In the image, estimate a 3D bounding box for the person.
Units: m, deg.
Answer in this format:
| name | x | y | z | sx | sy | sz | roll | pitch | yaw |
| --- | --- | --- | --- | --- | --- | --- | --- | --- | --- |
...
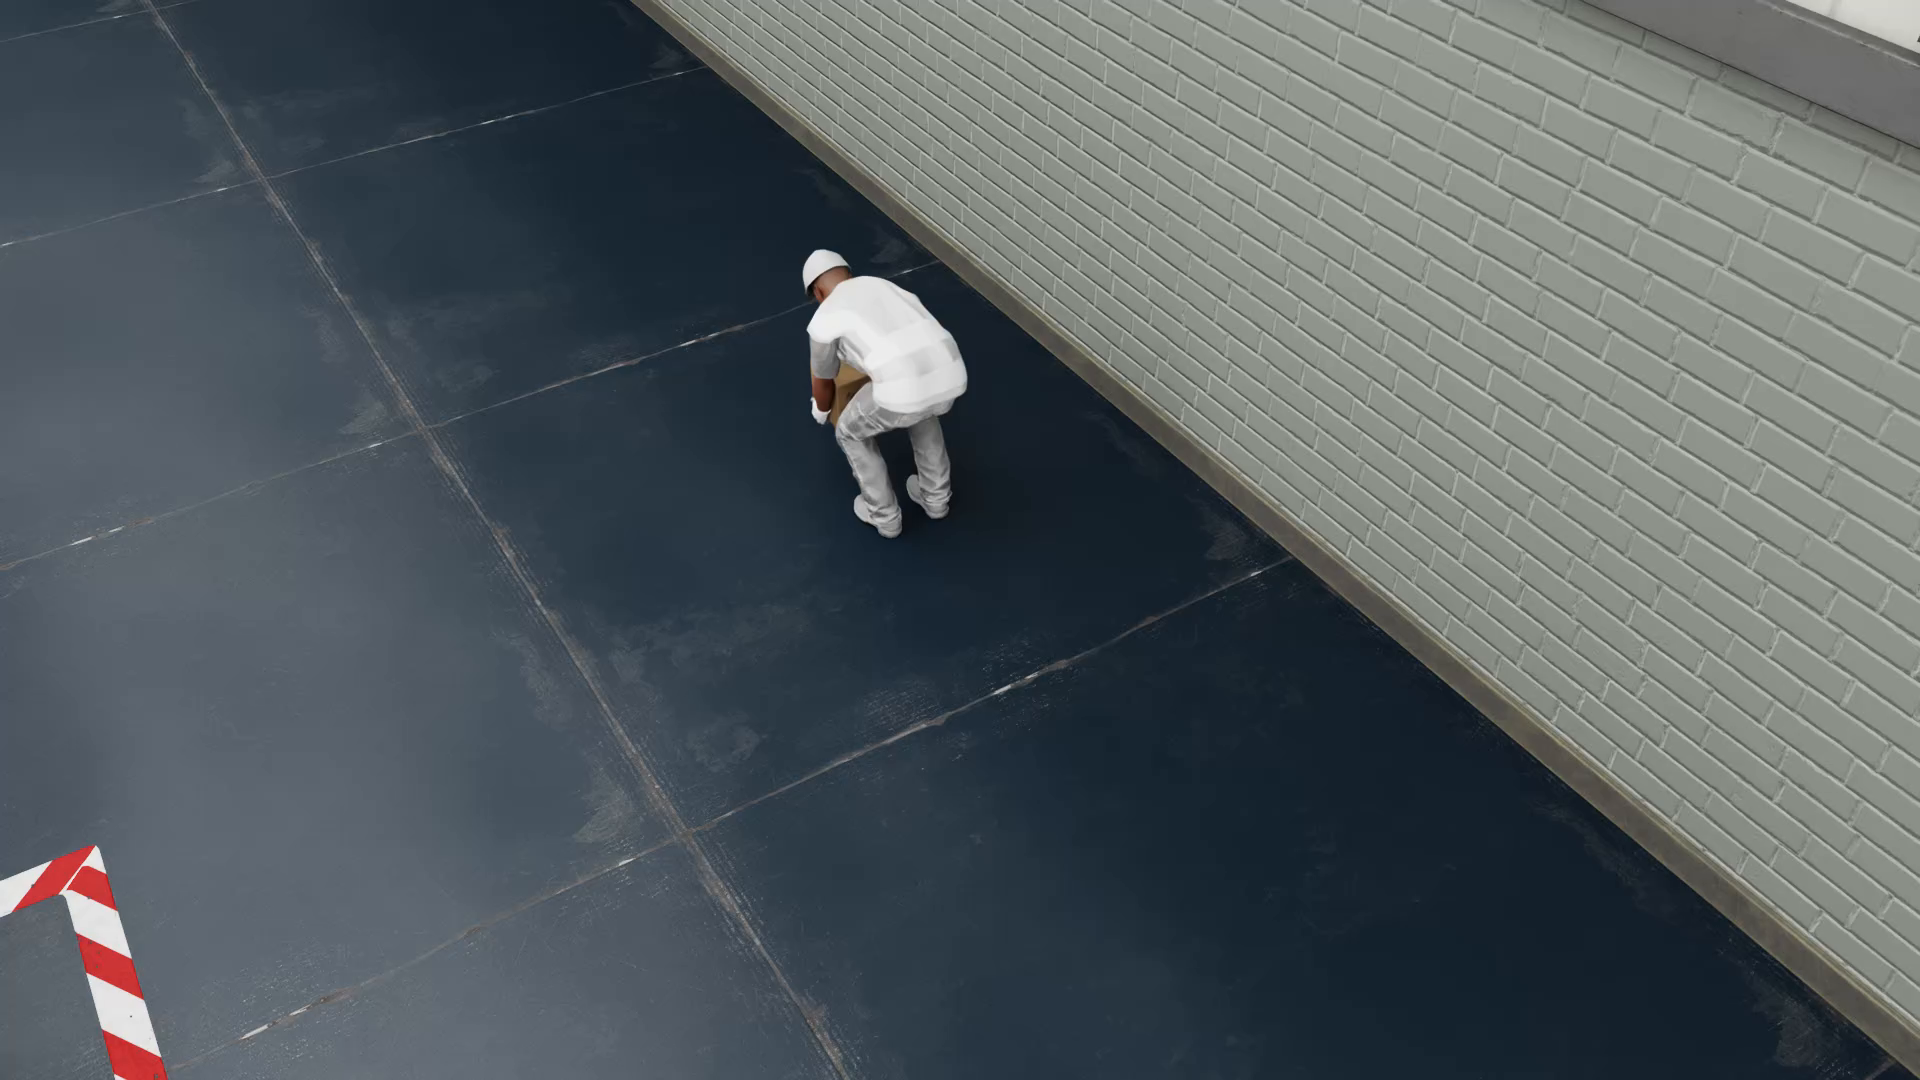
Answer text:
| name | x | y | z | sx | sy | sz | roll | pitch | yaw |
| --- | --- | --- | --- | --- | --- | --- | --- | --- | --- |
| person | -0.376 | -0.683 | 7.398 | 0.523 | 1.191 | 0.963 | -24 | 46 | -26 |
